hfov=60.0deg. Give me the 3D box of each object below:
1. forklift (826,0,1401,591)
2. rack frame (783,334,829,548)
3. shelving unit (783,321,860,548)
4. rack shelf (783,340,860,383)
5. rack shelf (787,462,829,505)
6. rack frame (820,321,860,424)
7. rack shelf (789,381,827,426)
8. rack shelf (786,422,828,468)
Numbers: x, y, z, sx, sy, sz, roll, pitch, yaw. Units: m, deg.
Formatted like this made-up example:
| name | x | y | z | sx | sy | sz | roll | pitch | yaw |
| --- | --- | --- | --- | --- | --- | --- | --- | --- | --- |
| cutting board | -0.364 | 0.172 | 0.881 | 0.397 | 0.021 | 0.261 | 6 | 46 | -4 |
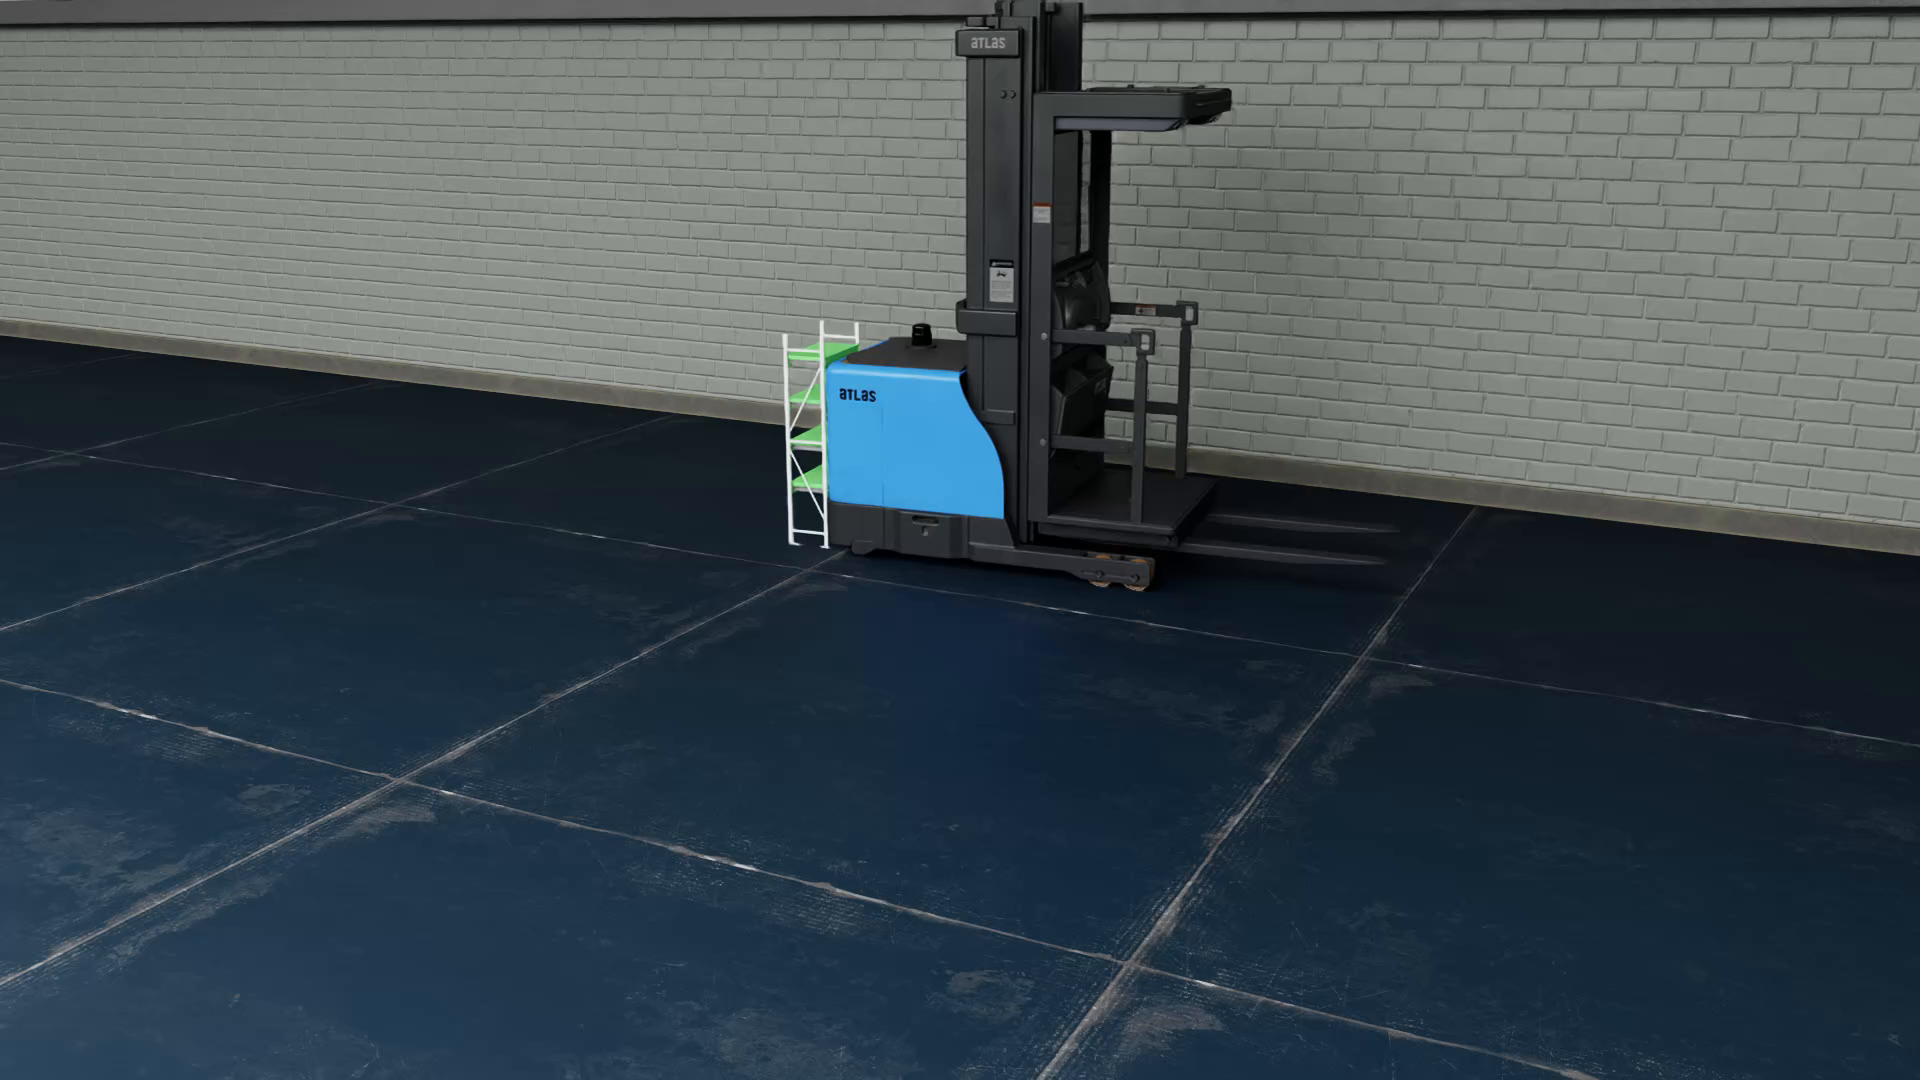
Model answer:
| name | x | y | z | sx | sy | sz | roll | pitch | yaw |
| --- | --- | --- | --- | --- | --- | --- | --- | --- | --- |
| forklift | 0.834 | -1.311 | 8.789 | 3.031 | 2.935 | 1.130 | 6 | 18 | 19 |
| rack frame | -0.854 | -0.541 | 9.239 | 0.240 | 1.200 | 0.015 | 6 | 18 | 19 |
| shelving unit | -0.772 | -0.606 | 9.459 | 0.258 | 1.200 | 0.503 | 6 | 18 | 19 |
| rack shelf | -0.772 | -1.005 | 9.340 | 0.258 | 0.148 | 0.480 | 6 | 18 | 19 |
| rack shelf | -0.772 | -0.315 | 9.545 | 0.258 | 0.148 | 0.480 | 6 | 18 | 19 |
| rack frame | -0.689 | -0.672 | 9.679 | 0.240 | 1.200 | 0.015 | 6 | 18 | 19 |
| rack shelf | -0.772 | -0.775 | 9.409 | 0.258 | 0.148 | 0.480 | 6 | 18 | 19 |
| rack shelf | -0.772 | -0.545 | 9.477 | 0.258 | 0.148 | 0.480 | 6 | 18 | 19 |
